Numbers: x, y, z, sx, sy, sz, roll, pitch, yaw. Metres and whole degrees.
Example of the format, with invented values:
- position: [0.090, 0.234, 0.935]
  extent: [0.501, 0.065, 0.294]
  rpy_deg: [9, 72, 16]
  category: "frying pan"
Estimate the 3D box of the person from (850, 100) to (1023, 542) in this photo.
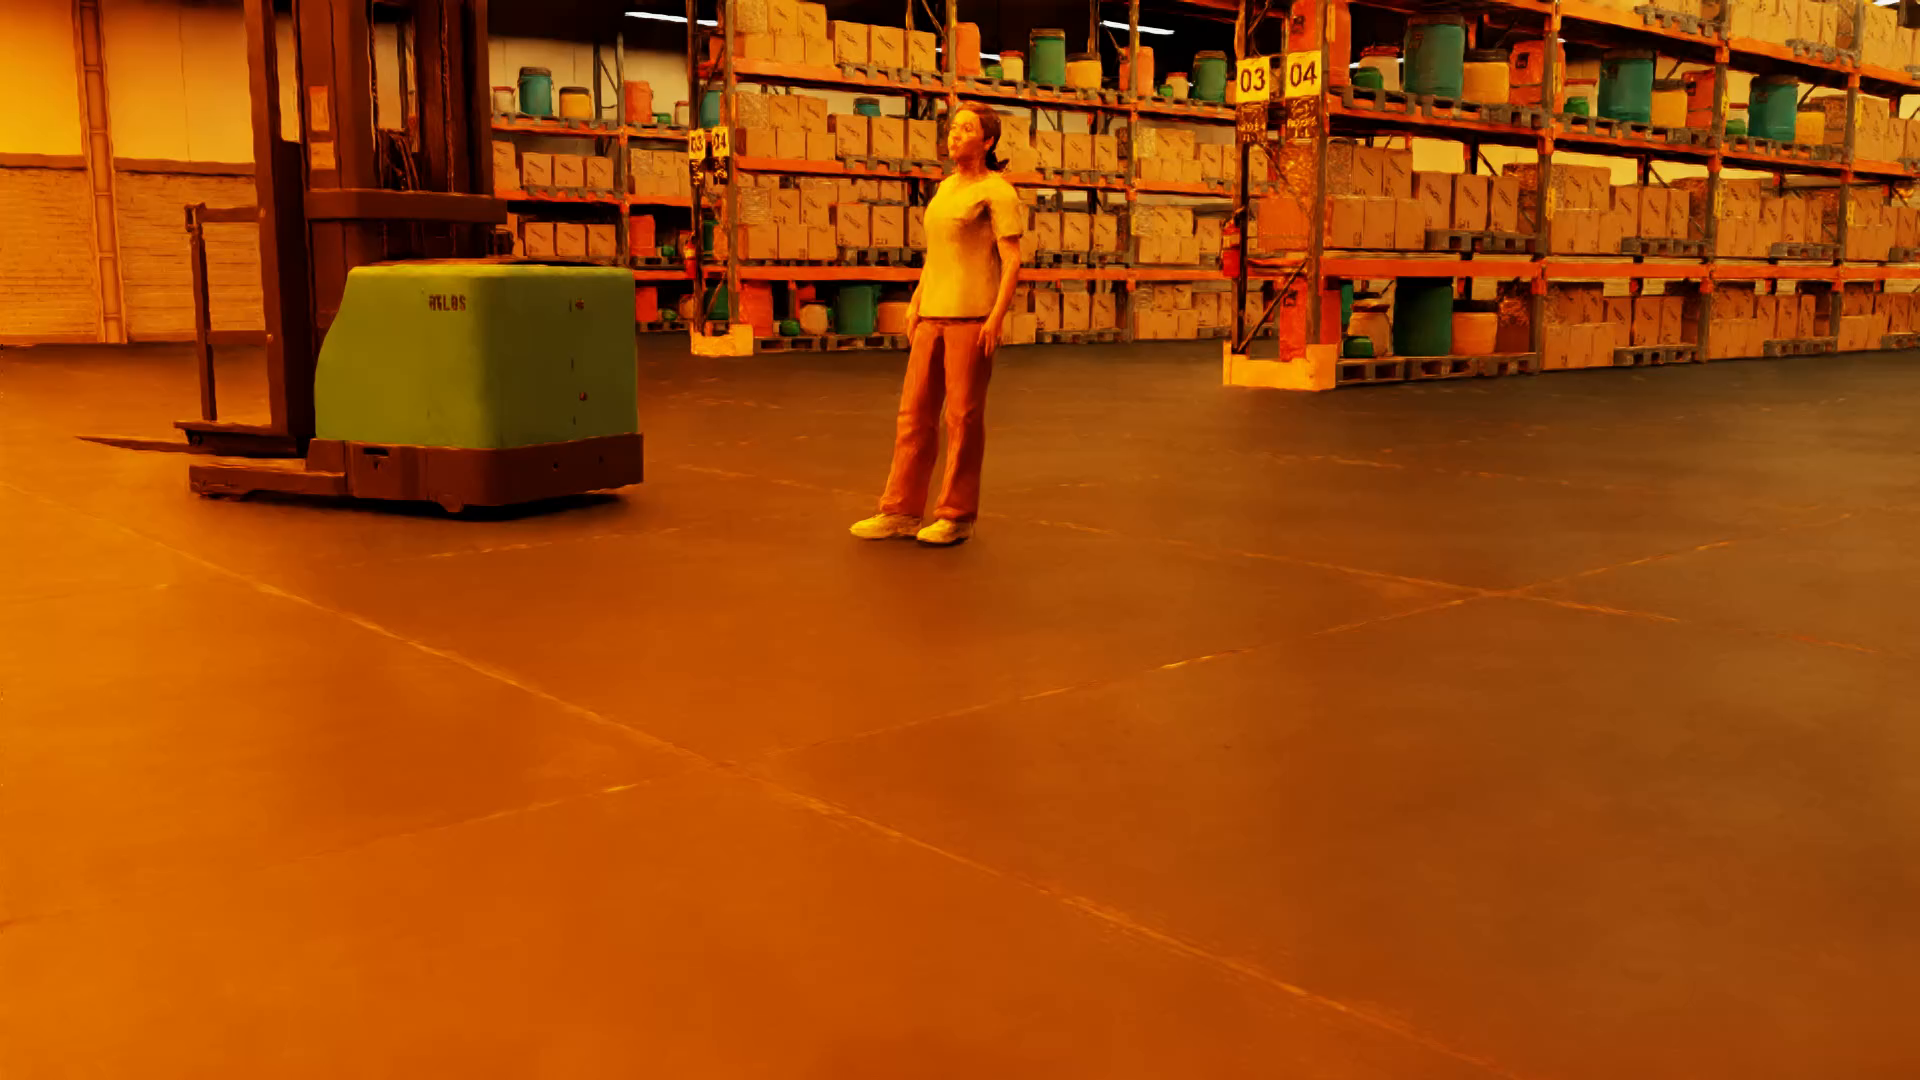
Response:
- position: [-0.063, -0.829, 6.370]
  extent: [0.548, 1.674, 0.554]
  rpy_deg: [-8, 12, -40]
  category: "person"

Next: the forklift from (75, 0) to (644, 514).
- position: [-3.037, -1.695, 7.908]
  extent: [3.031, 2.935, 1.130]
  rpy_deg: [5, 10, 28]
  category: "forklift"
